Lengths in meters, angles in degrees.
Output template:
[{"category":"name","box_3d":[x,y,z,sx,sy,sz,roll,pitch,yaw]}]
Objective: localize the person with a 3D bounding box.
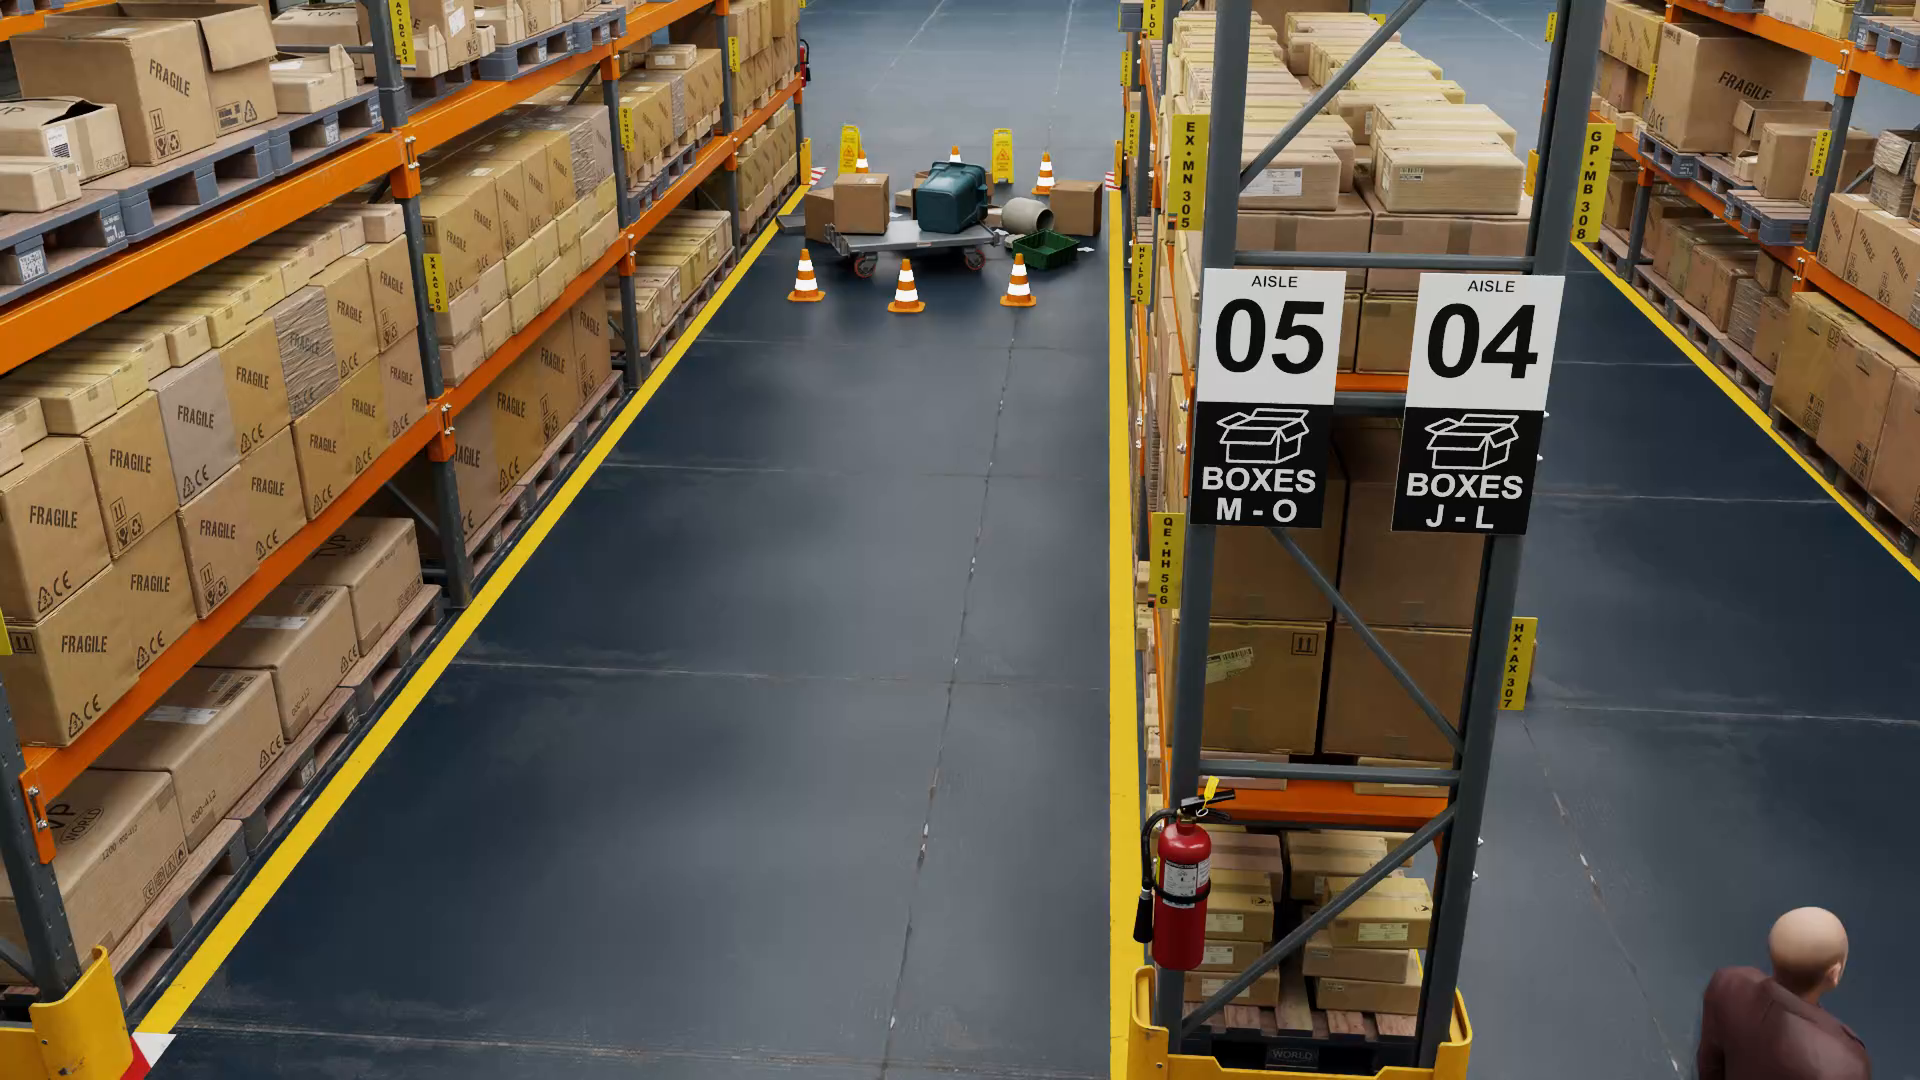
[{"category":"person","box_3d":[2.235,1.789,4.598,0.703,1.753,0.604,-4,24,-8]}]
